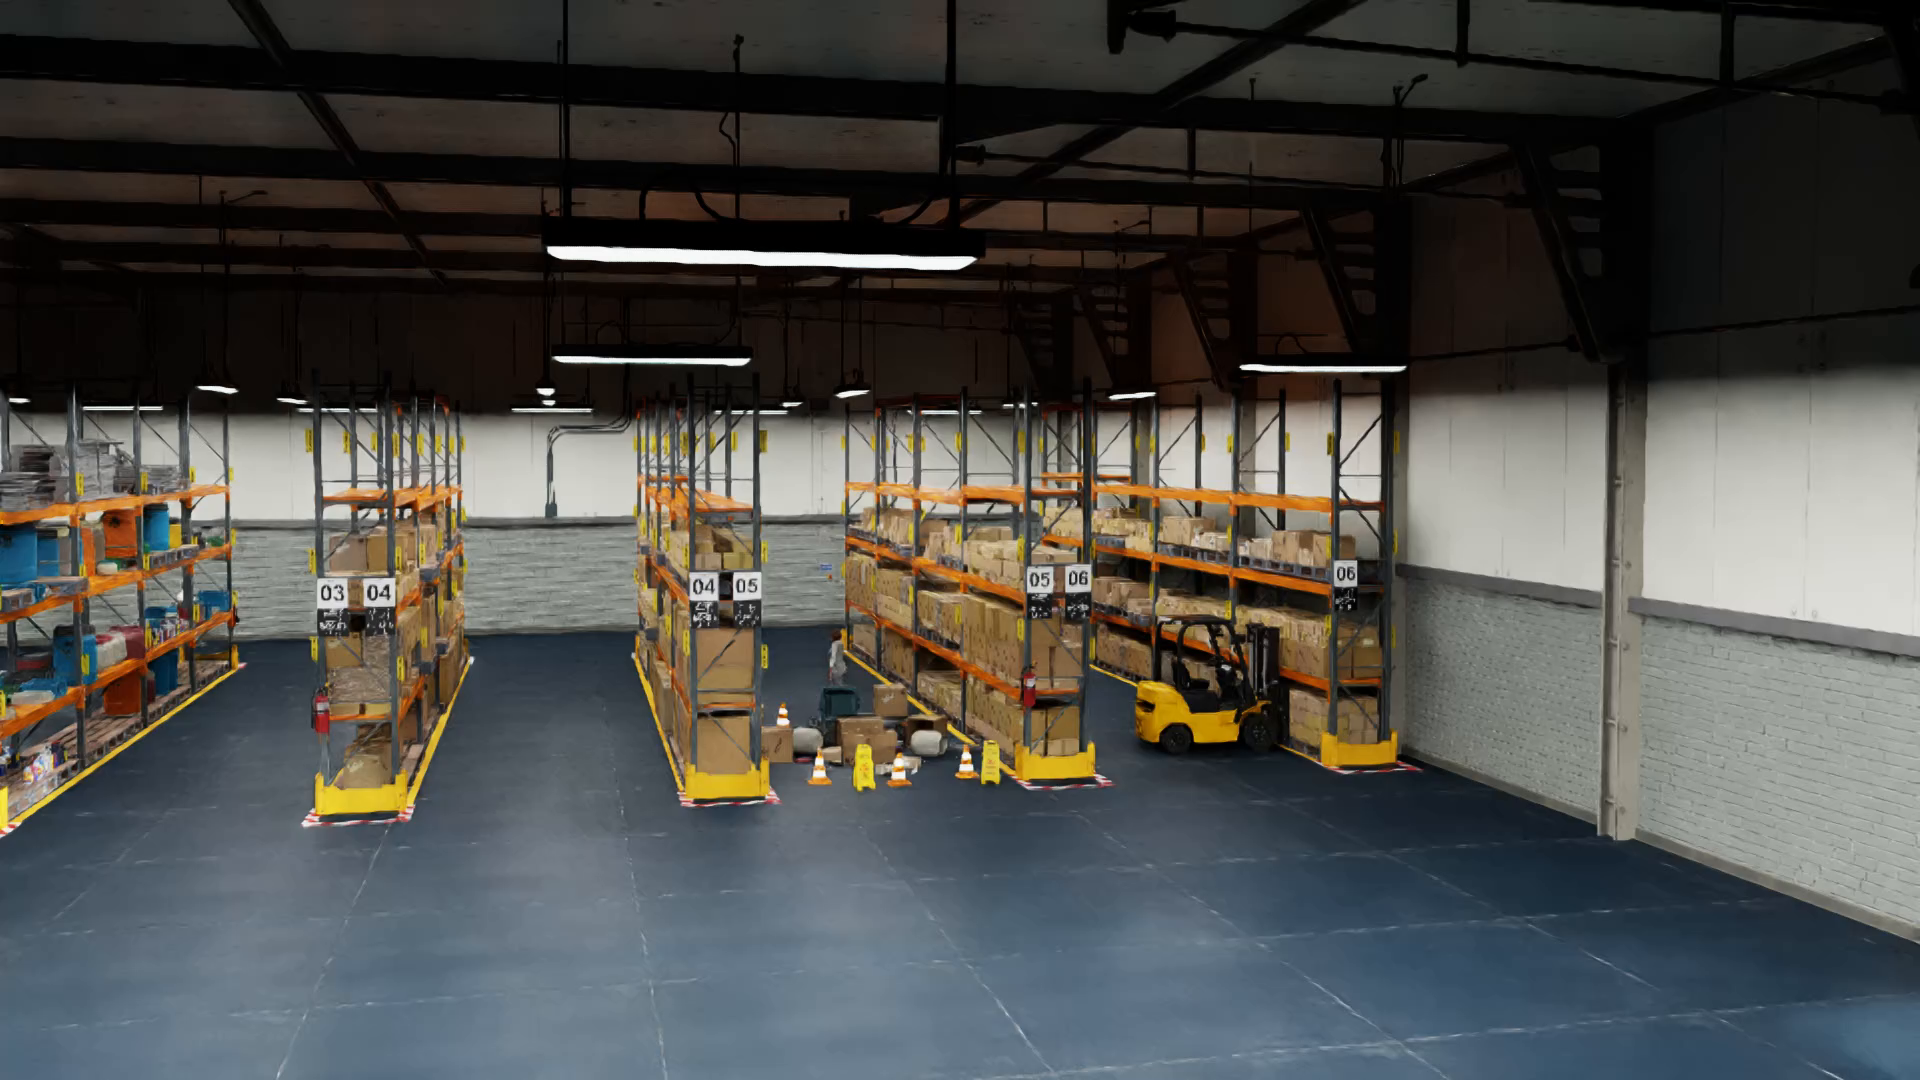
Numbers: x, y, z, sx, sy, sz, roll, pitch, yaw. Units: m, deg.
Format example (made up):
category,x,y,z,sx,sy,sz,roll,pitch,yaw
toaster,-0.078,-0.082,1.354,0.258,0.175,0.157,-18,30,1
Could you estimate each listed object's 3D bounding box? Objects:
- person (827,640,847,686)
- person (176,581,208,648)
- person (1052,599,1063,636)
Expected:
category,x,y,z,sx,sy,sz,roll,pitch,yaw
person,-2.277,2.537,30.628,0.511,1.377,0.463,1,3,16
person,-18.972,1.794,40.919,0.552,1.670,0.682,1,4,23
person,2.093,2.080,36.849,0.508,1.563,0.515,0,3,6
